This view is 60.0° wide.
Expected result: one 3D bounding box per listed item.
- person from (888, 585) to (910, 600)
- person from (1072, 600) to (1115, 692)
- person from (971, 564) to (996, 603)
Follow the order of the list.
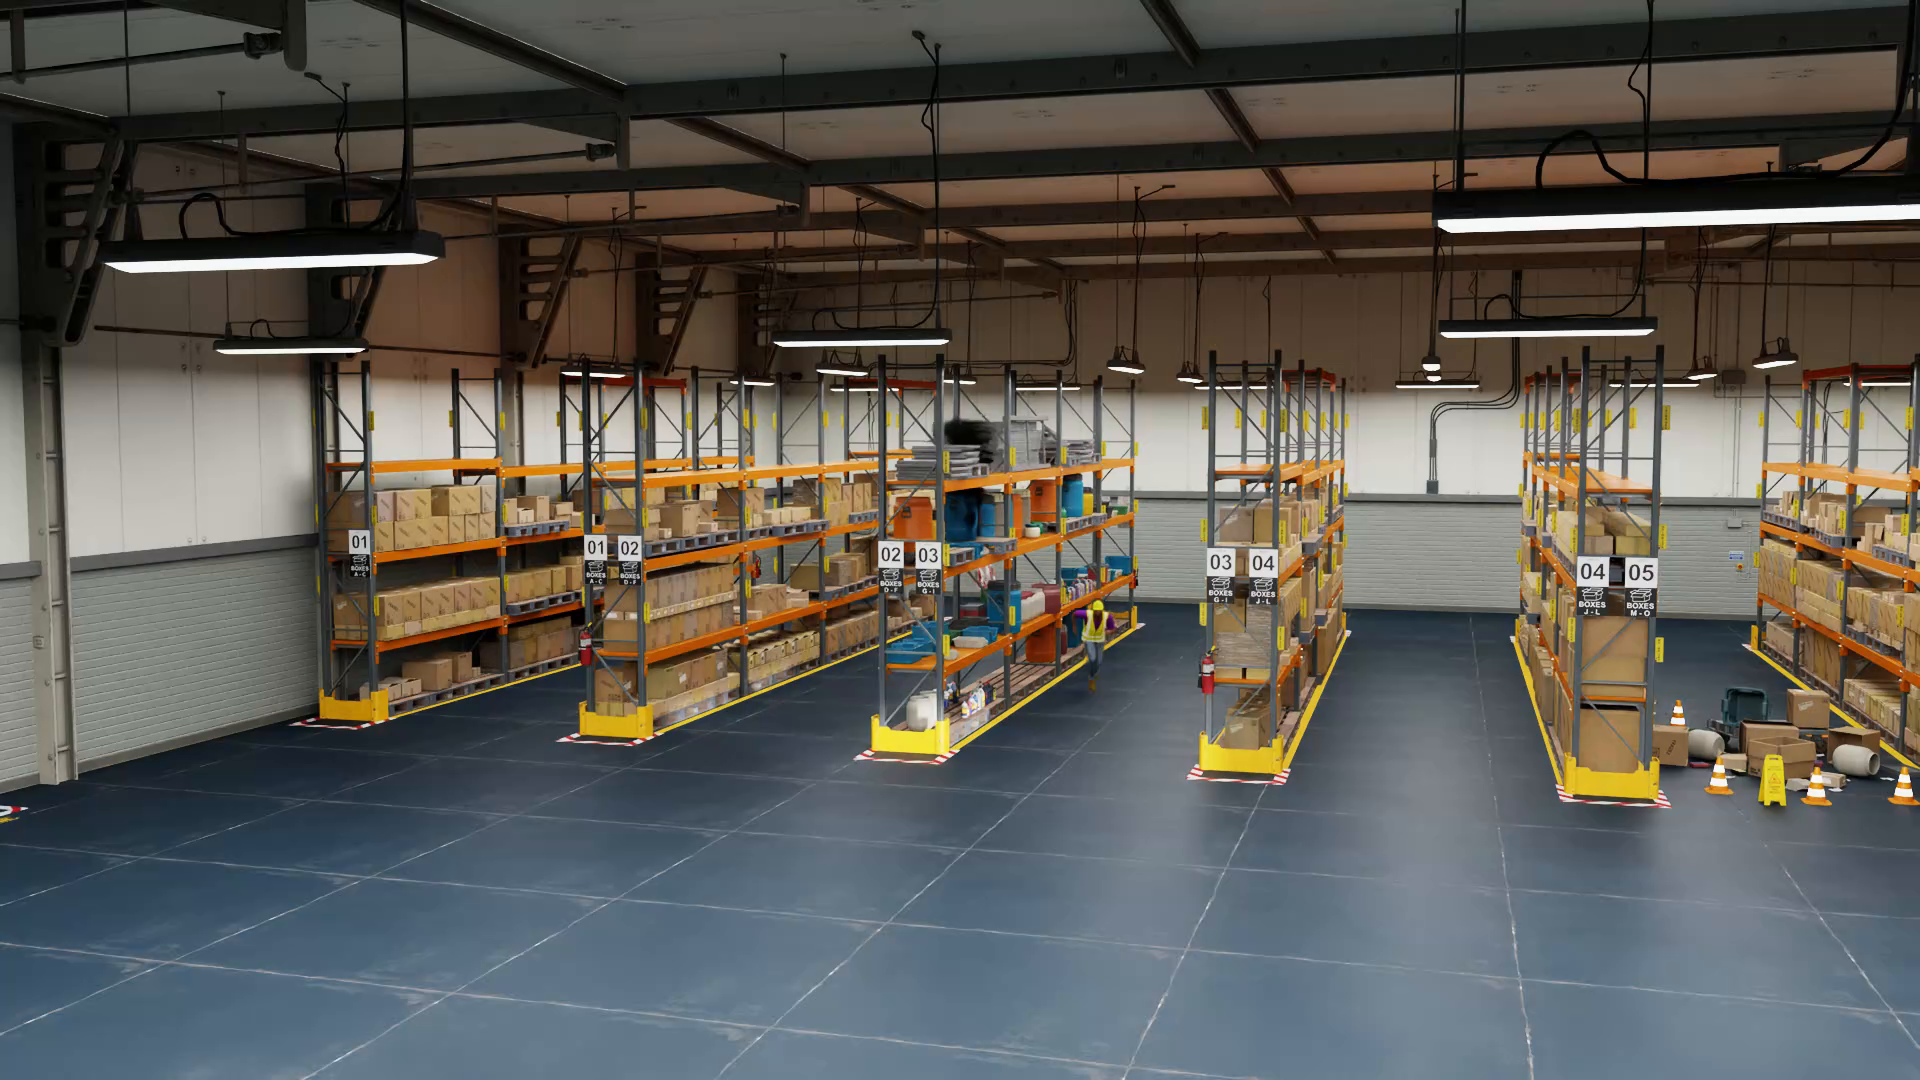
[{"bbox_3d":[-1.635,1.124,43.248,0.786,1.658,0.632,1,4,9],"label":"person"},{"bbox_3d":[2.390,1.895,29.993,0.737,1.681,0.967,-1,4,-8],"label":"person"},{"bbox_3d":[0.630,1.195,41.190,0.719,1.747,0.632,-1,4,-10],"label":"person"}]
